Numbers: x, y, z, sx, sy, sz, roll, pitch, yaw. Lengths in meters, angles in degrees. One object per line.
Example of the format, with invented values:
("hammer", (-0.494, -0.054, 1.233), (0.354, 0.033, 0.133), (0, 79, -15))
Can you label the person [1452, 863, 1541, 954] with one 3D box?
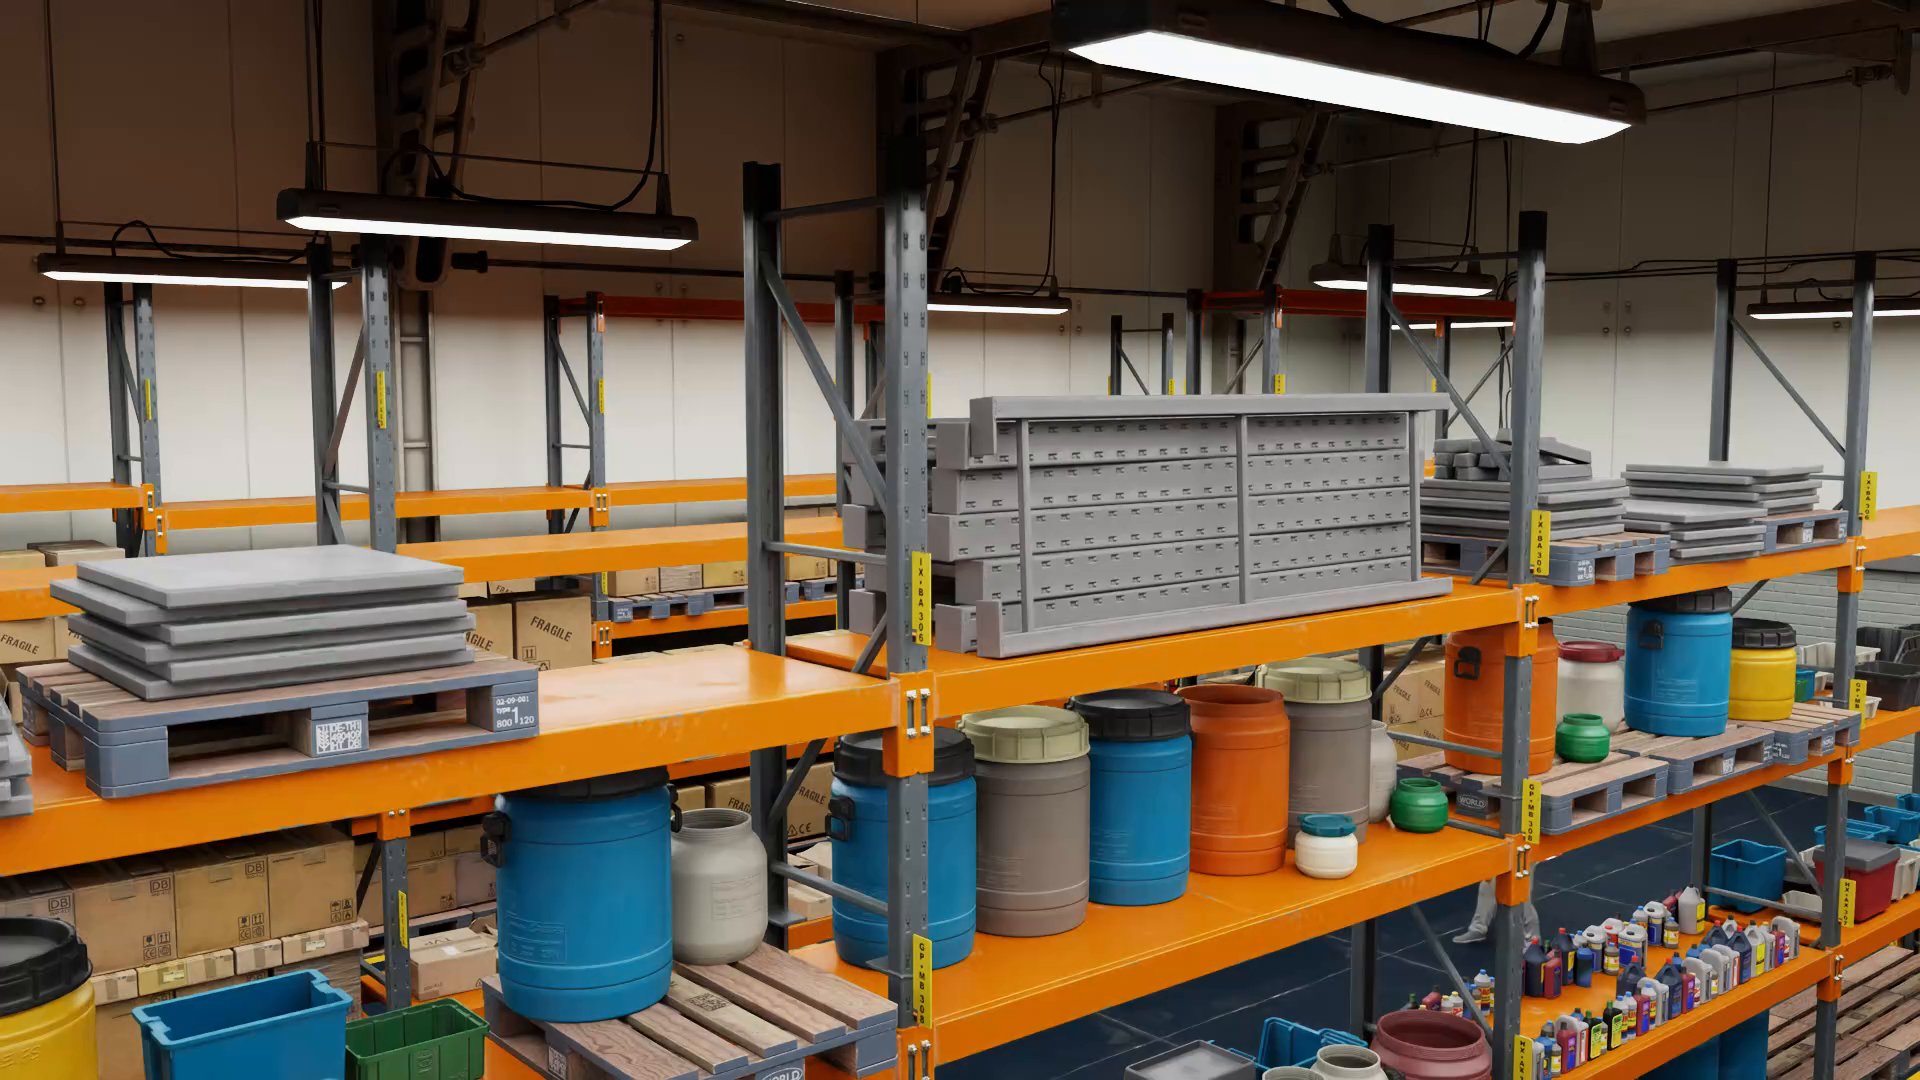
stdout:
("person", (4.883, 2.908, 15.001), (0.693, 1.650, 0.565), (0, 6, -3))
